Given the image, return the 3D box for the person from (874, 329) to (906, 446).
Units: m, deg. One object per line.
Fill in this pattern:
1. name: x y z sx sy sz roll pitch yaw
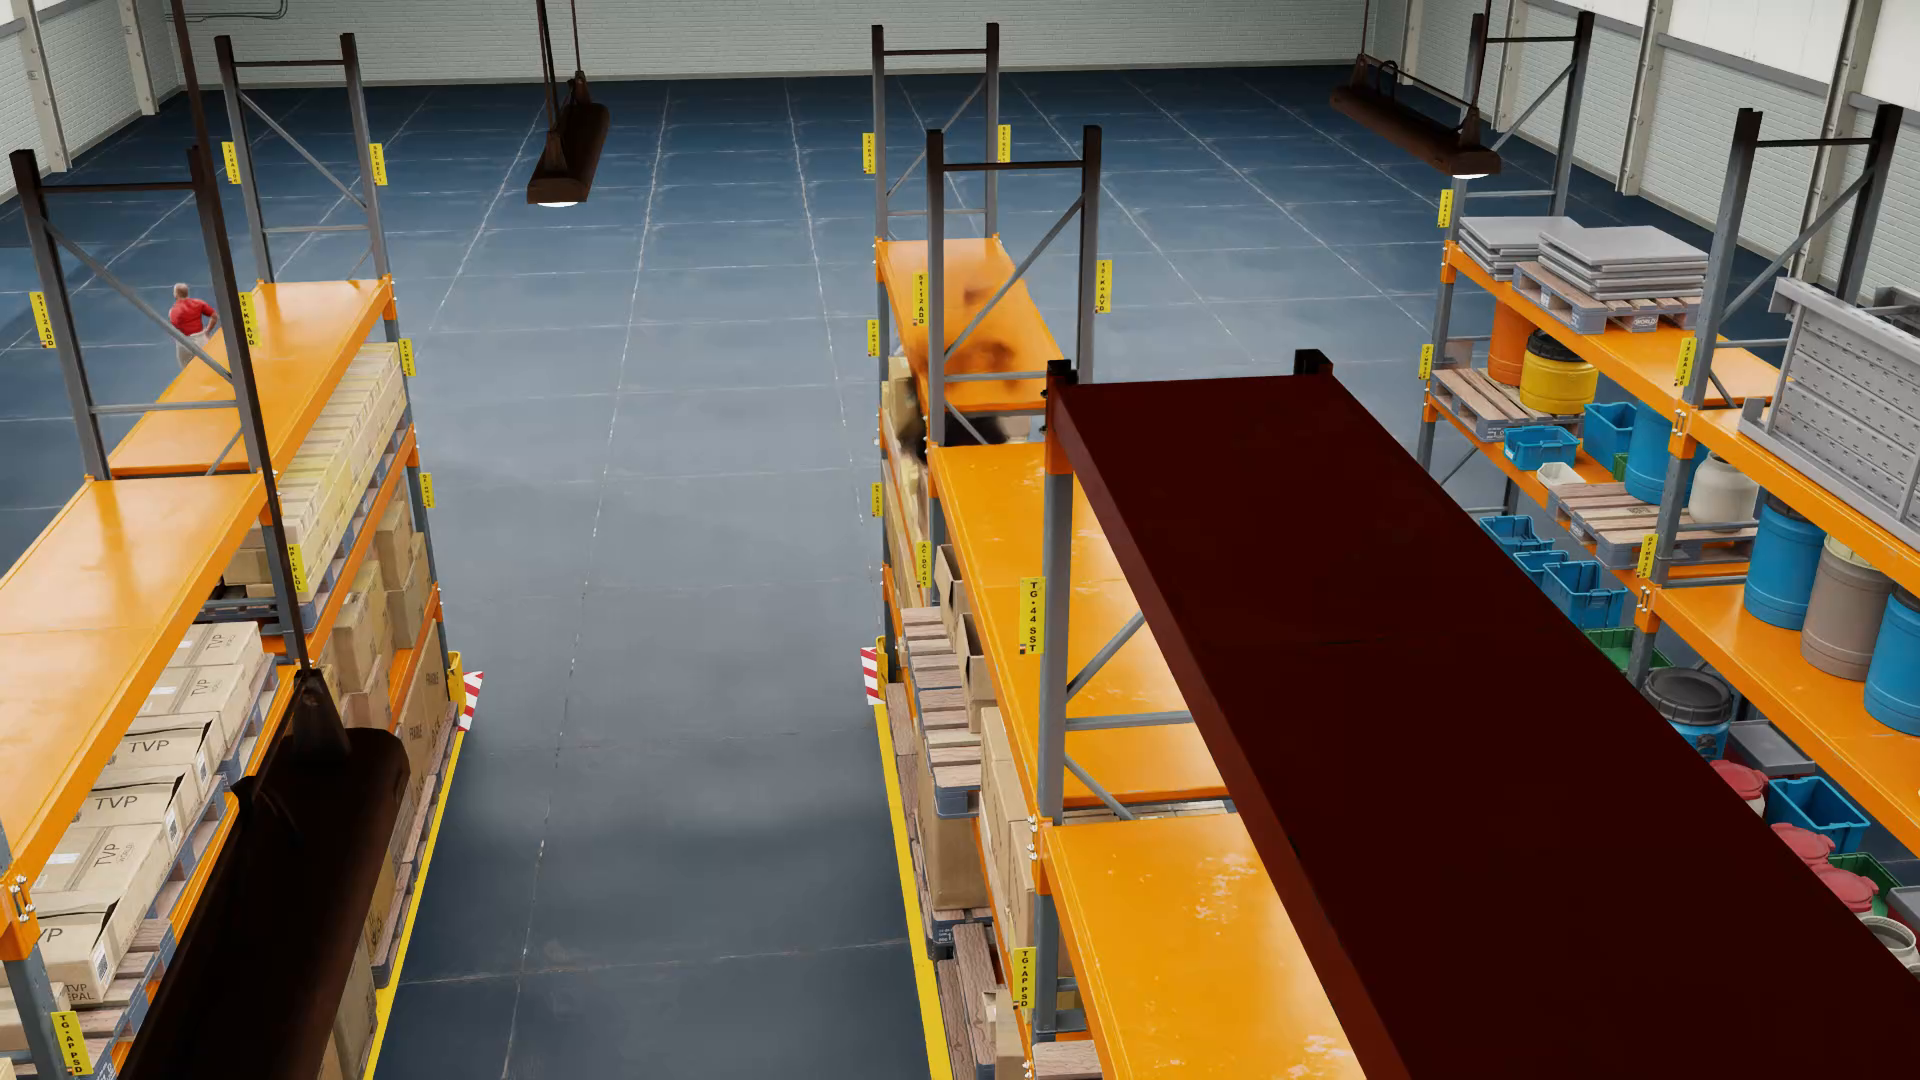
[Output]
1. person: -0.642 -1.920 20.620 0.913 1.657 0.569 6 26 12

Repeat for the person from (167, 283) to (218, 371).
1. person: -10.183 -2.594 21.998 0.590 1.686 0.657 11 28 23
